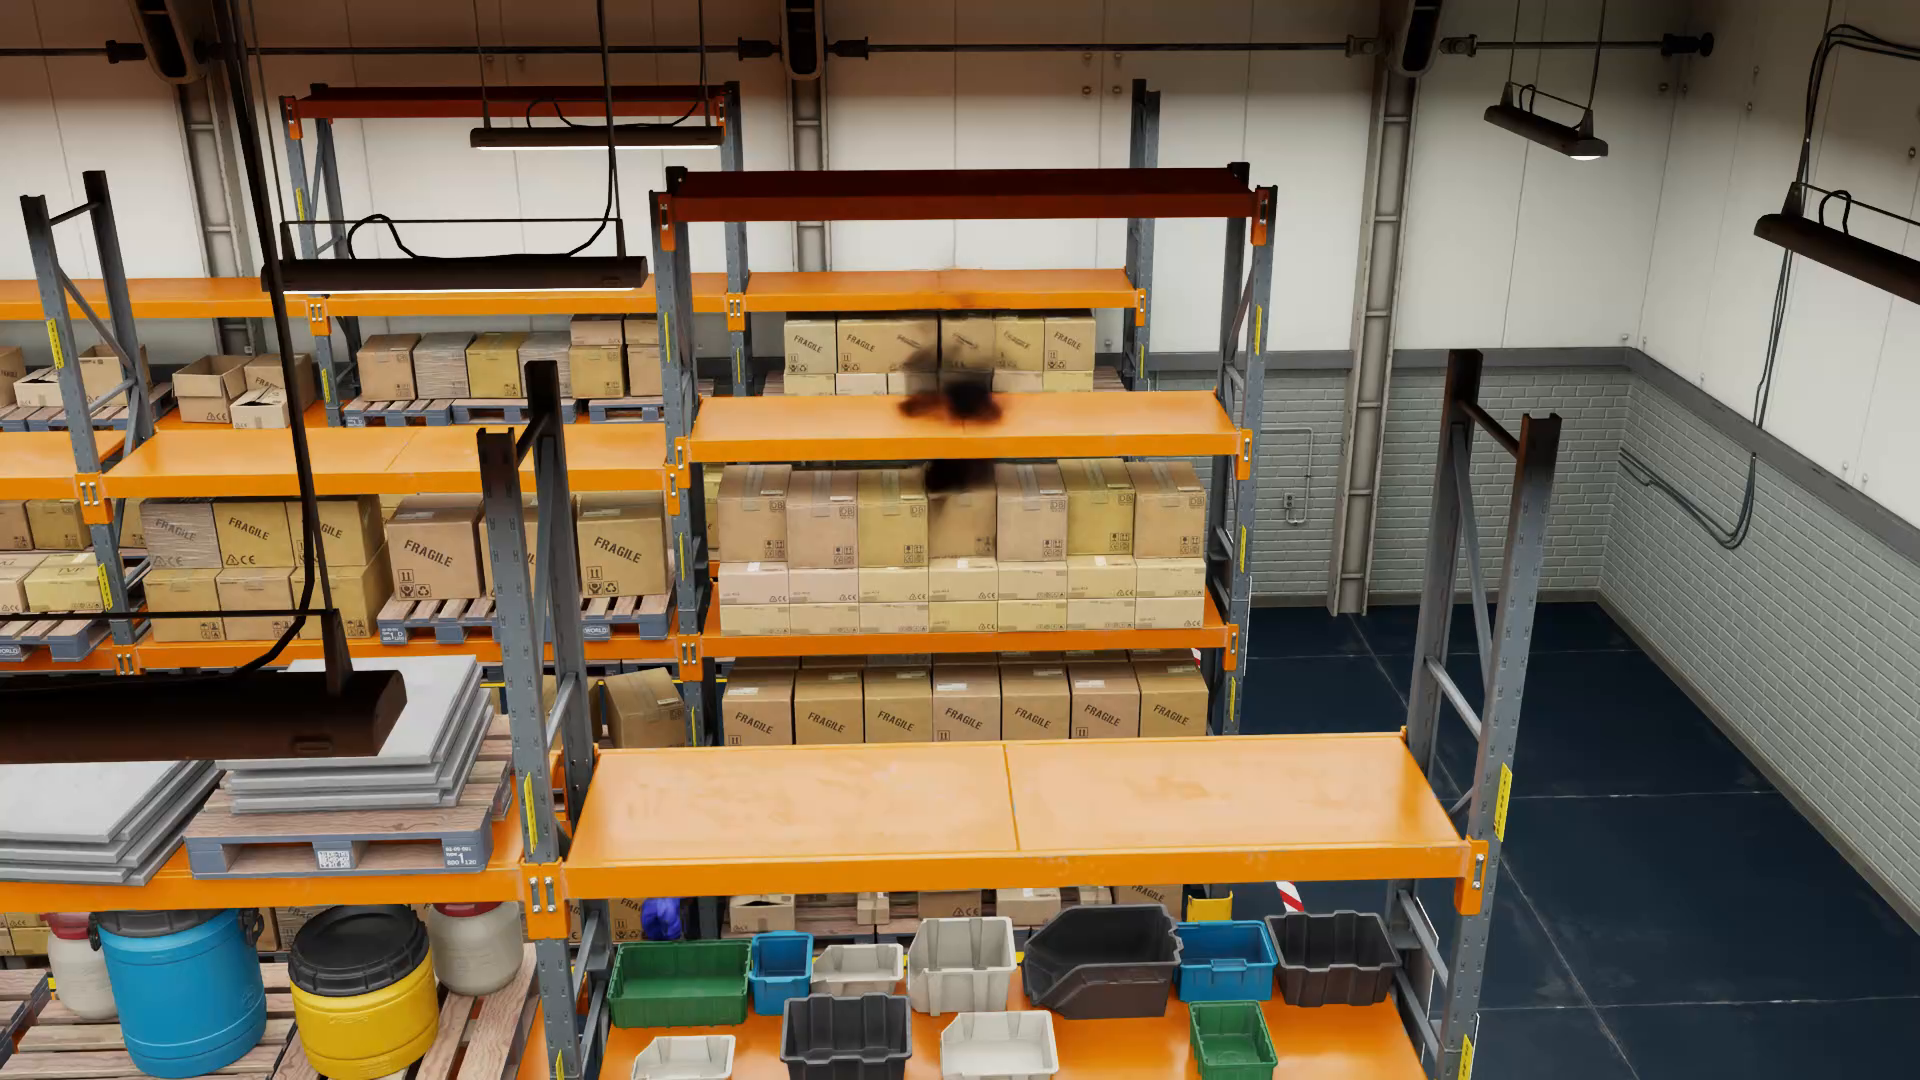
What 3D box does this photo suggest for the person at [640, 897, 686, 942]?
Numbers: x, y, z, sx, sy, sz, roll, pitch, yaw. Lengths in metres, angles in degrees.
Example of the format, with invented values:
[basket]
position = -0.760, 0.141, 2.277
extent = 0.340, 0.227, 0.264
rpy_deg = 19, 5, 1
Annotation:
[person]
position = -1.956, 2.838, 11.269
extent = 0.575, 1.631, 0.597
rpy_deg = -3, 22, -6
